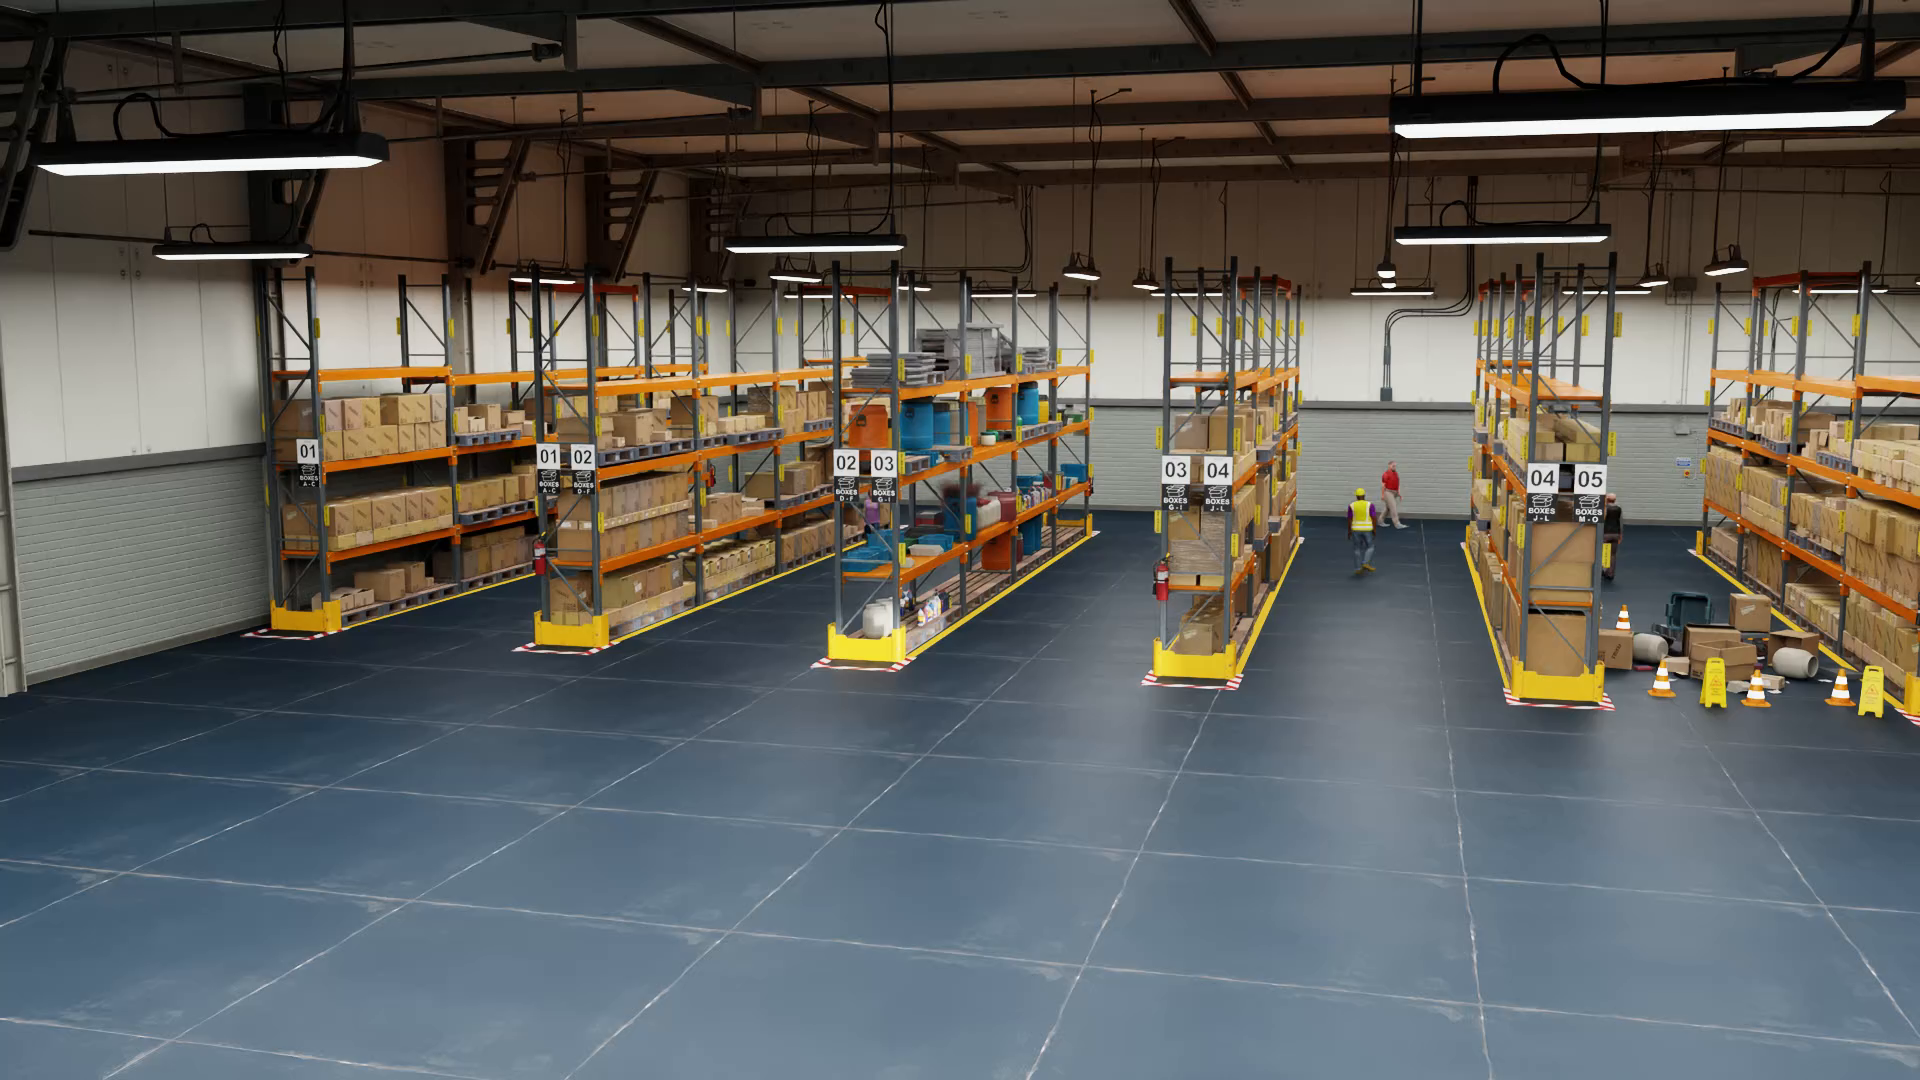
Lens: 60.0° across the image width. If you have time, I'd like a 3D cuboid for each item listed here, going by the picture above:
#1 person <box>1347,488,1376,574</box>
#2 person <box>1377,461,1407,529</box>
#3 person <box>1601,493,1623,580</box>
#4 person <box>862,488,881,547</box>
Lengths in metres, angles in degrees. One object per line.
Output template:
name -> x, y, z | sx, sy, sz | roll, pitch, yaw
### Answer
person -> 8.215, -0.177, 33.983 | 0.612, 1.762, 0.508 | 3, 8, 20
person -> 10.892, -1.137, 41.752 | 0.550, 1.686, 0.955 | -7, 10, -42
person -> 13.004, -0.064, 33.337 | 0.567, 1.748, 0.390 | -1, 7, -12
person -> -1.912, -0.373, 36.135 | 0.391, 1.560, 0.861 | 1, 7, 5
